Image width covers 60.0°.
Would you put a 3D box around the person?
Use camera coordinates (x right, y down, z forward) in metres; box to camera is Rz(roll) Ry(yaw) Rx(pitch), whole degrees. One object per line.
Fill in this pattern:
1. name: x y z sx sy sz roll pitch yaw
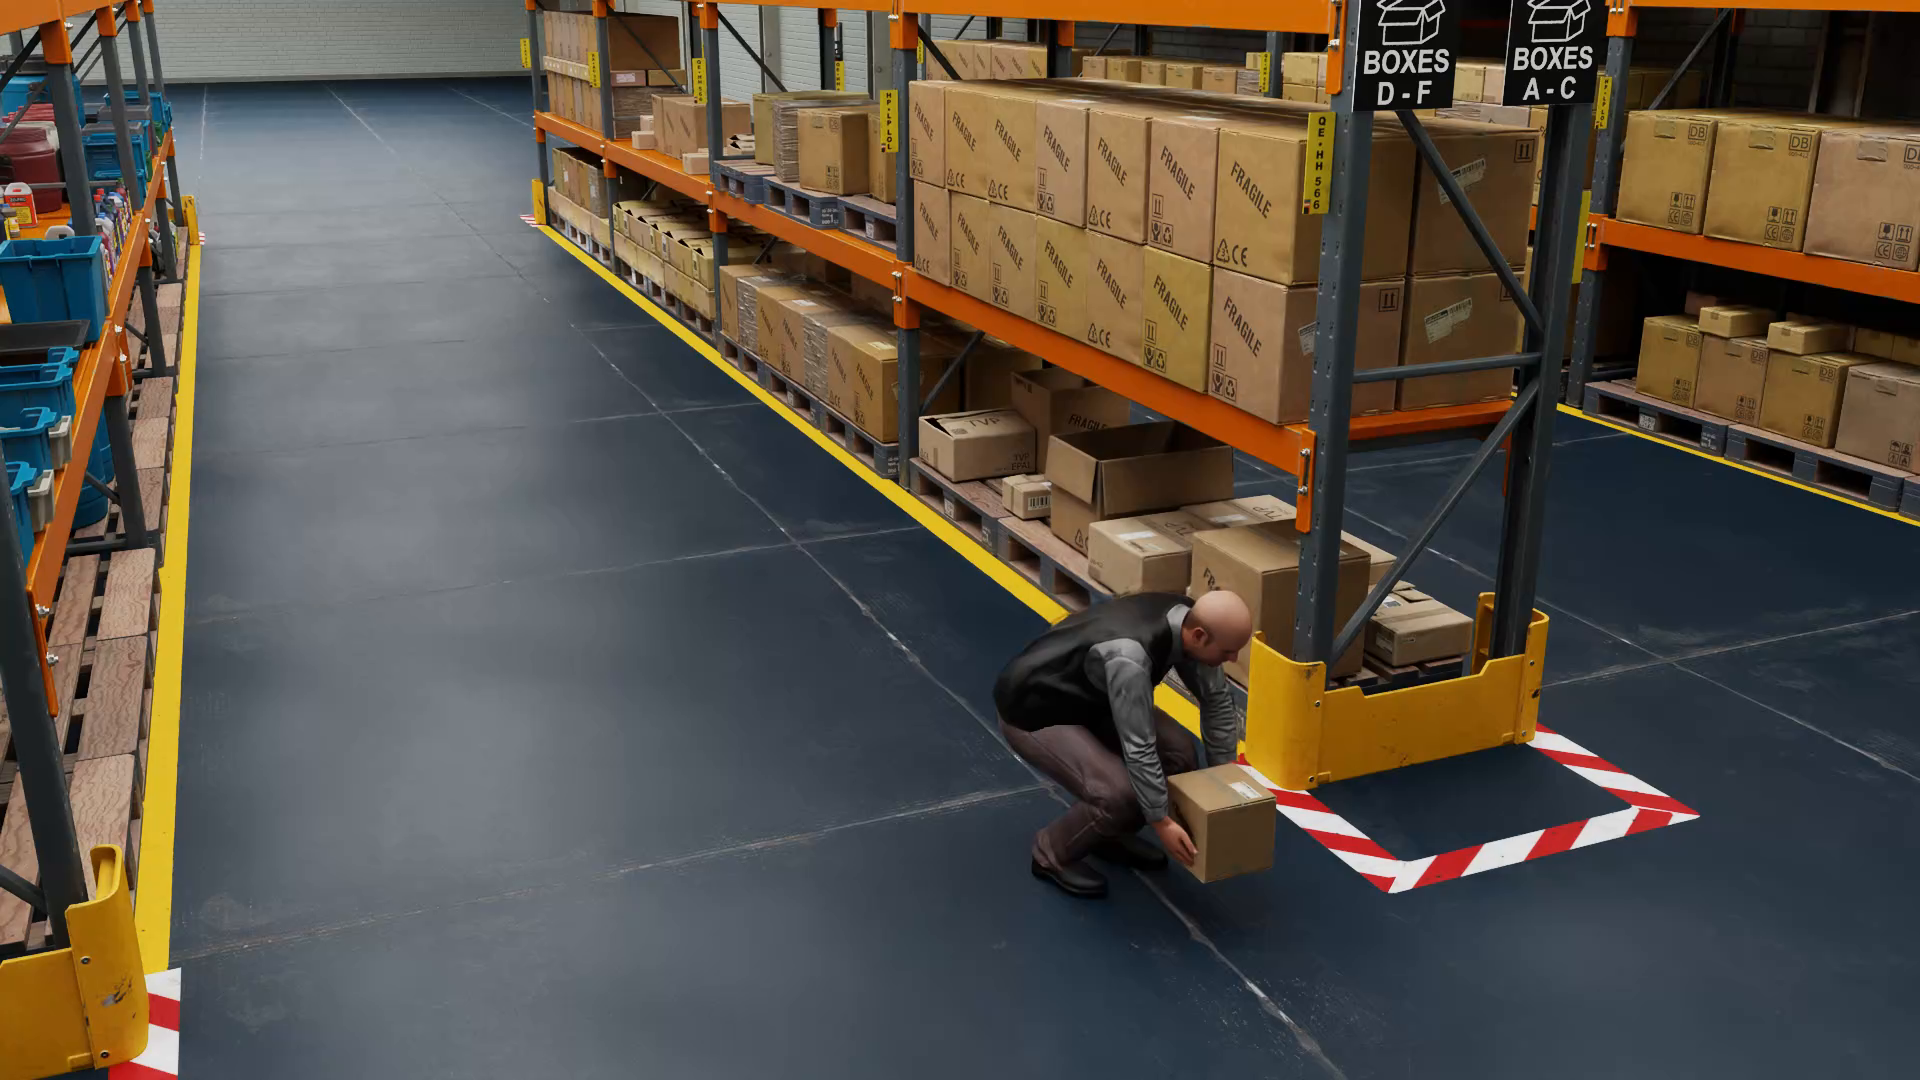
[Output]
1. person: 0.534 0.600 5.365 0.829 1.062 0.553 15 24 38
